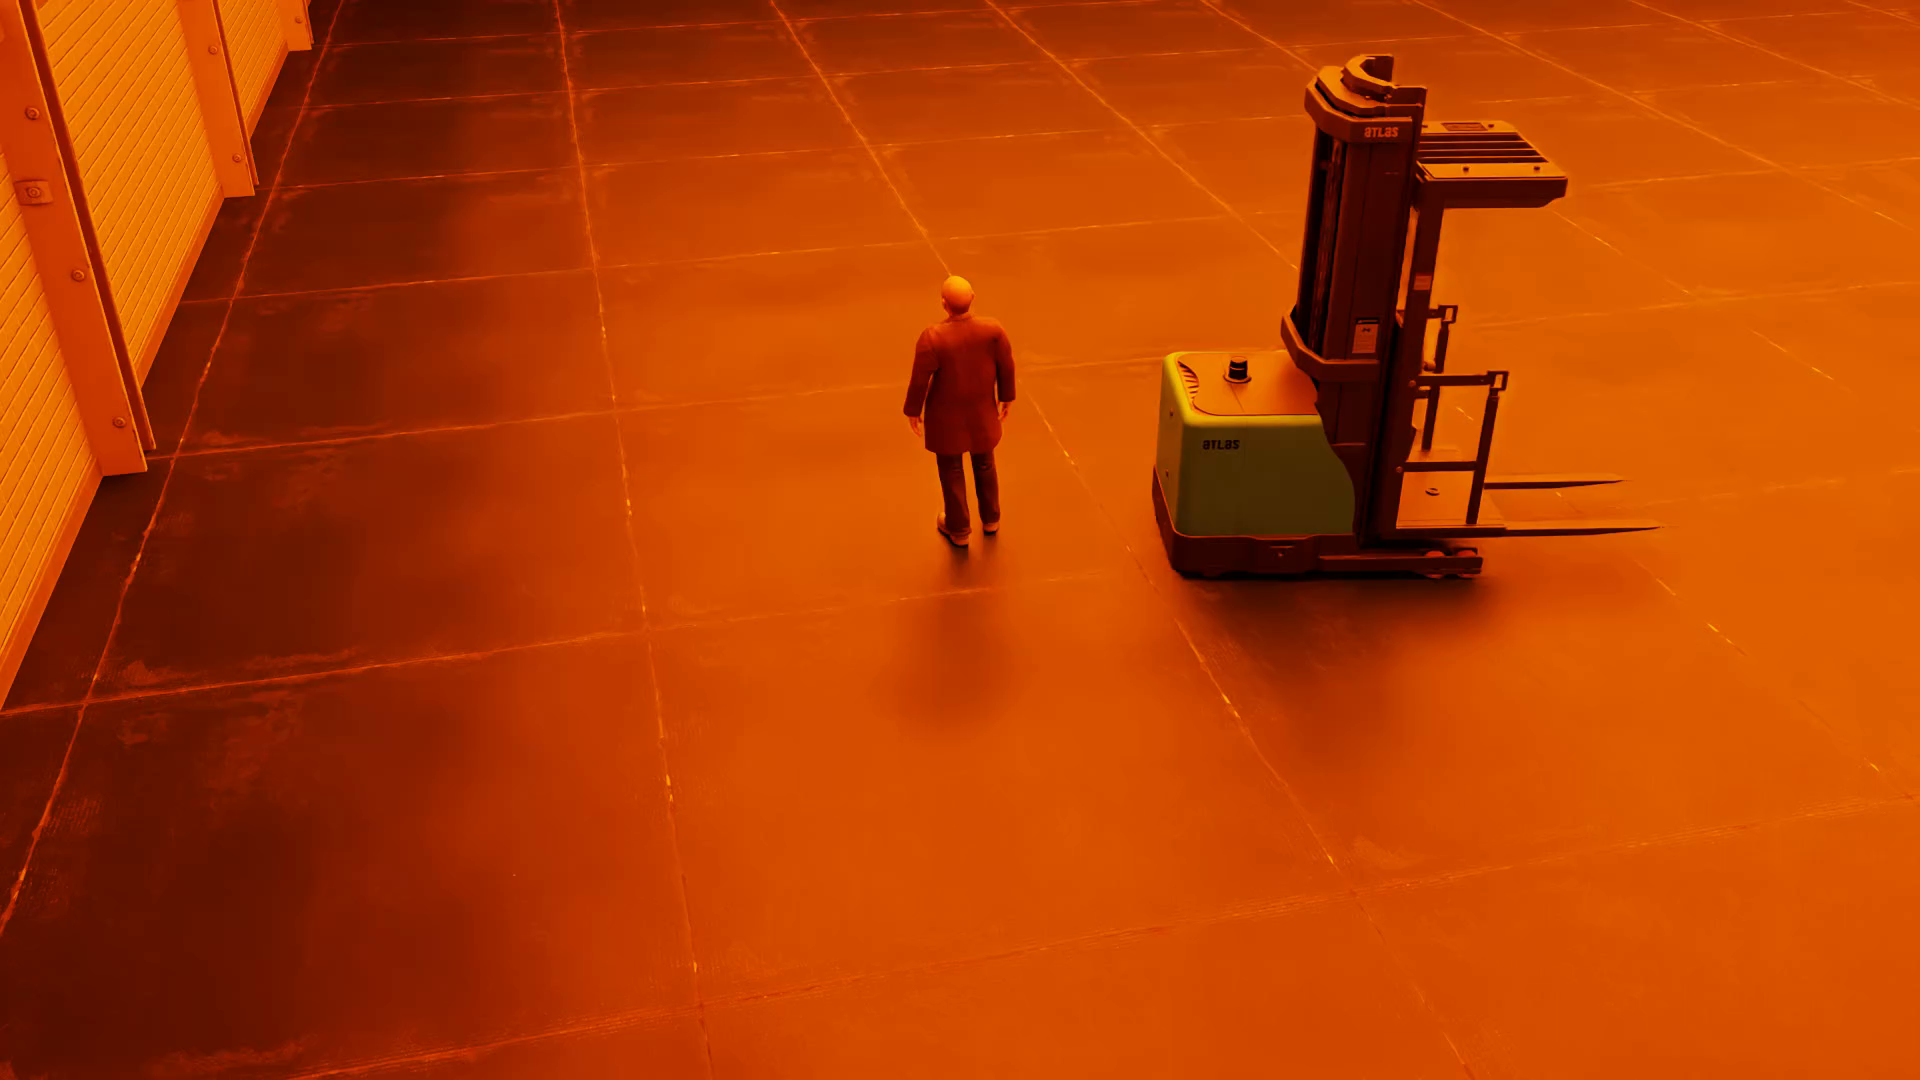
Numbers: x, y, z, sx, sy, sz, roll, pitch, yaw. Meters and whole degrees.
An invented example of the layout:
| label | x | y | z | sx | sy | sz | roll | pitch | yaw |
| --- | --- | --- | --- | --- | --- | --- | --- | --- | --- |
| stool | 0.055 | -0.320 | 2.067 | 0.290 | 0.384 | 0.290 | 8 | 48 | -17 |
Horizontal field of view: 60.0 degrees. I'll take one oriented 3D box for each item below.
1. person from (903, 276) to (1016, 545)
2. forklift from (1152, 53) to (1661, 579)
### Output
| label | x | y | z | sx | sy | sz | roll | pitch | yaw |
| --- | --- | --- | --- | --- | --- | --- | --- | --- | --- |
| person | -0.018 | -0.821 | 10.129 | 0.696 | 1.777 | 0.579 | -7 | 31 | -12 |
| forklift | 2.778 | -1.301 | 9.822 | 3.031 | 2.935 | 1.130 | -1 | 30 | -2 |
